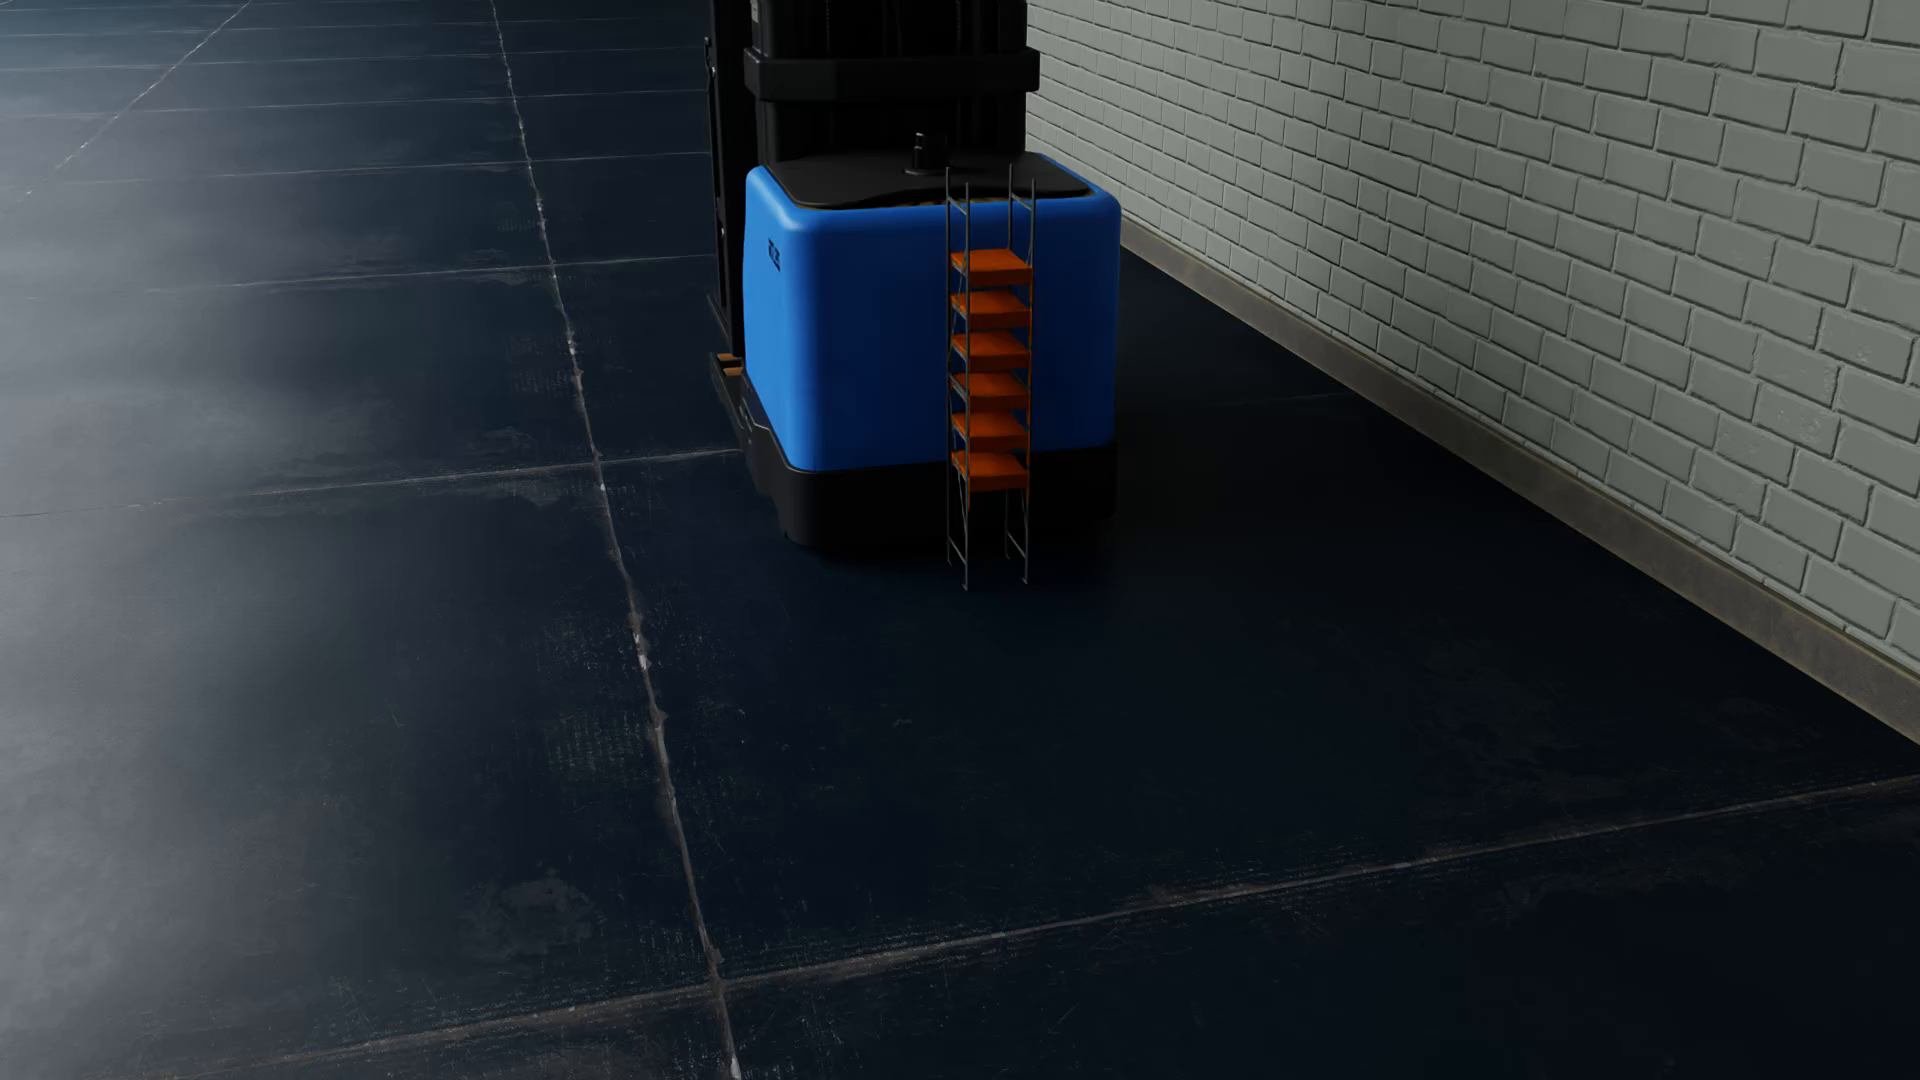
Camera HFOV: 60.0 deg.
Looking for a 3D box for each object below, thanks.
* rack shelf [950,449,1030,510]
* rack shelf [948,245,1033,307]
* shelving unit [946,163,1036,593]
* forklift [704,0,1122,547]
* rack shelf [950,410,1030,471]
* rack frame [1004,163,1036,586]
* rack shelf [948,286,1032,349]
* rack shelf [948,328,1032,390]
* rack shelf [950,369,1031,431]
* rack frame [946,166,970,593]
[{"bbox_3d":[0.082,-0.190,4.893,0.180,0.103,0.258,-6,24,-13],"label":"rack shelf"},{"bbox_3d":[0.082,-0.741,4.655,0.180,0.103,0.258,-6,24,-13],"label":"rack shelf"},{"bbox_3d":[0.082,-0.452,4.780,0.189,1.200,0.258,-6,24,-13],"label":"shelving unit"},{"bbox_3d":[-0.368,-1.878,5.911,1.130,2.935,3.031,-6,24,-13],"label":"forklift"},{"bbox_3d":[0.082,-0.301,4.845,0.180,0.103,0.258,-6,24,-13],"label":"rack shelf"},{"bbox_3d":[0.170,-0.461,4.801,0.006,1.200,0.240,-6,24,-13],"label":"rack frame"},{"bbox_3d":[0.082,-0.631,4.702,0.180,0.103,0.258,-6,24,-13],"label":"rack shelf"},{"bbox_3d":[0.082,-0.521,4.750,0.180,0.103,0.258,-6,24,-13],"label":"rack shelf"},{"bbox_3d":[0.082,-0.411,4.798,0.180,0.103,0.258,-6,24,-13],"label":"rack shelf"},{"bbox_3d":[-0.007,-0.443,4.759,0.006,1.200,0.240,-6,24,-13],"label":"rack frame"}]
